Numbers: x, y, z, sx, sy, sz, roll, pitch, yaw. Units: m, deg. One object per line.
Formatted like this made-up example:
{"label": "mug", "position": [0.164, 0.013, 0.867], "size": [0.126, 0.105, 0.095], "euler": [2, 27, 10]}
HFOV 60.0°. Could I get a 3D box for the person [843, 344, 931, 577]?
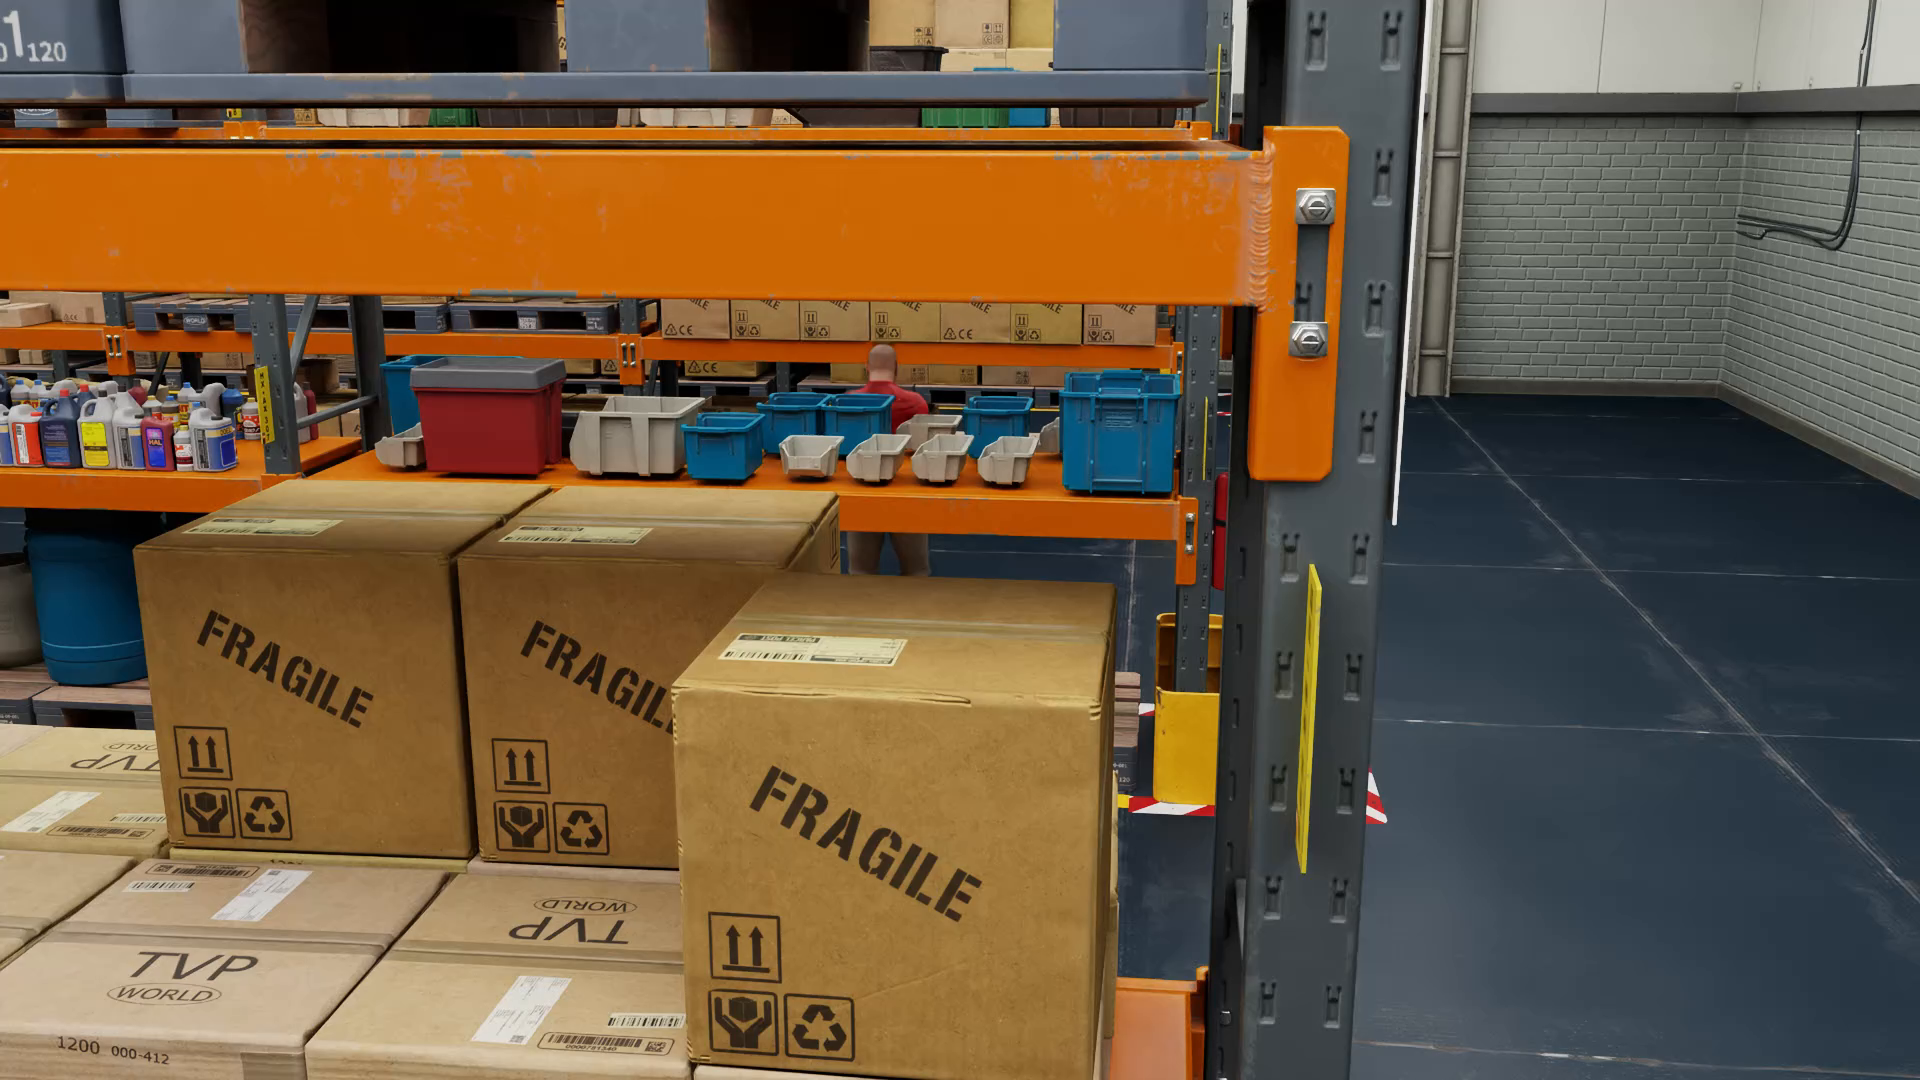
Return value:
{"label": "person", "position": [-0.411, -0.181, 8.843], "size": [0.547, 1.699, 0.389], "euler": [2, 14, 8]}
